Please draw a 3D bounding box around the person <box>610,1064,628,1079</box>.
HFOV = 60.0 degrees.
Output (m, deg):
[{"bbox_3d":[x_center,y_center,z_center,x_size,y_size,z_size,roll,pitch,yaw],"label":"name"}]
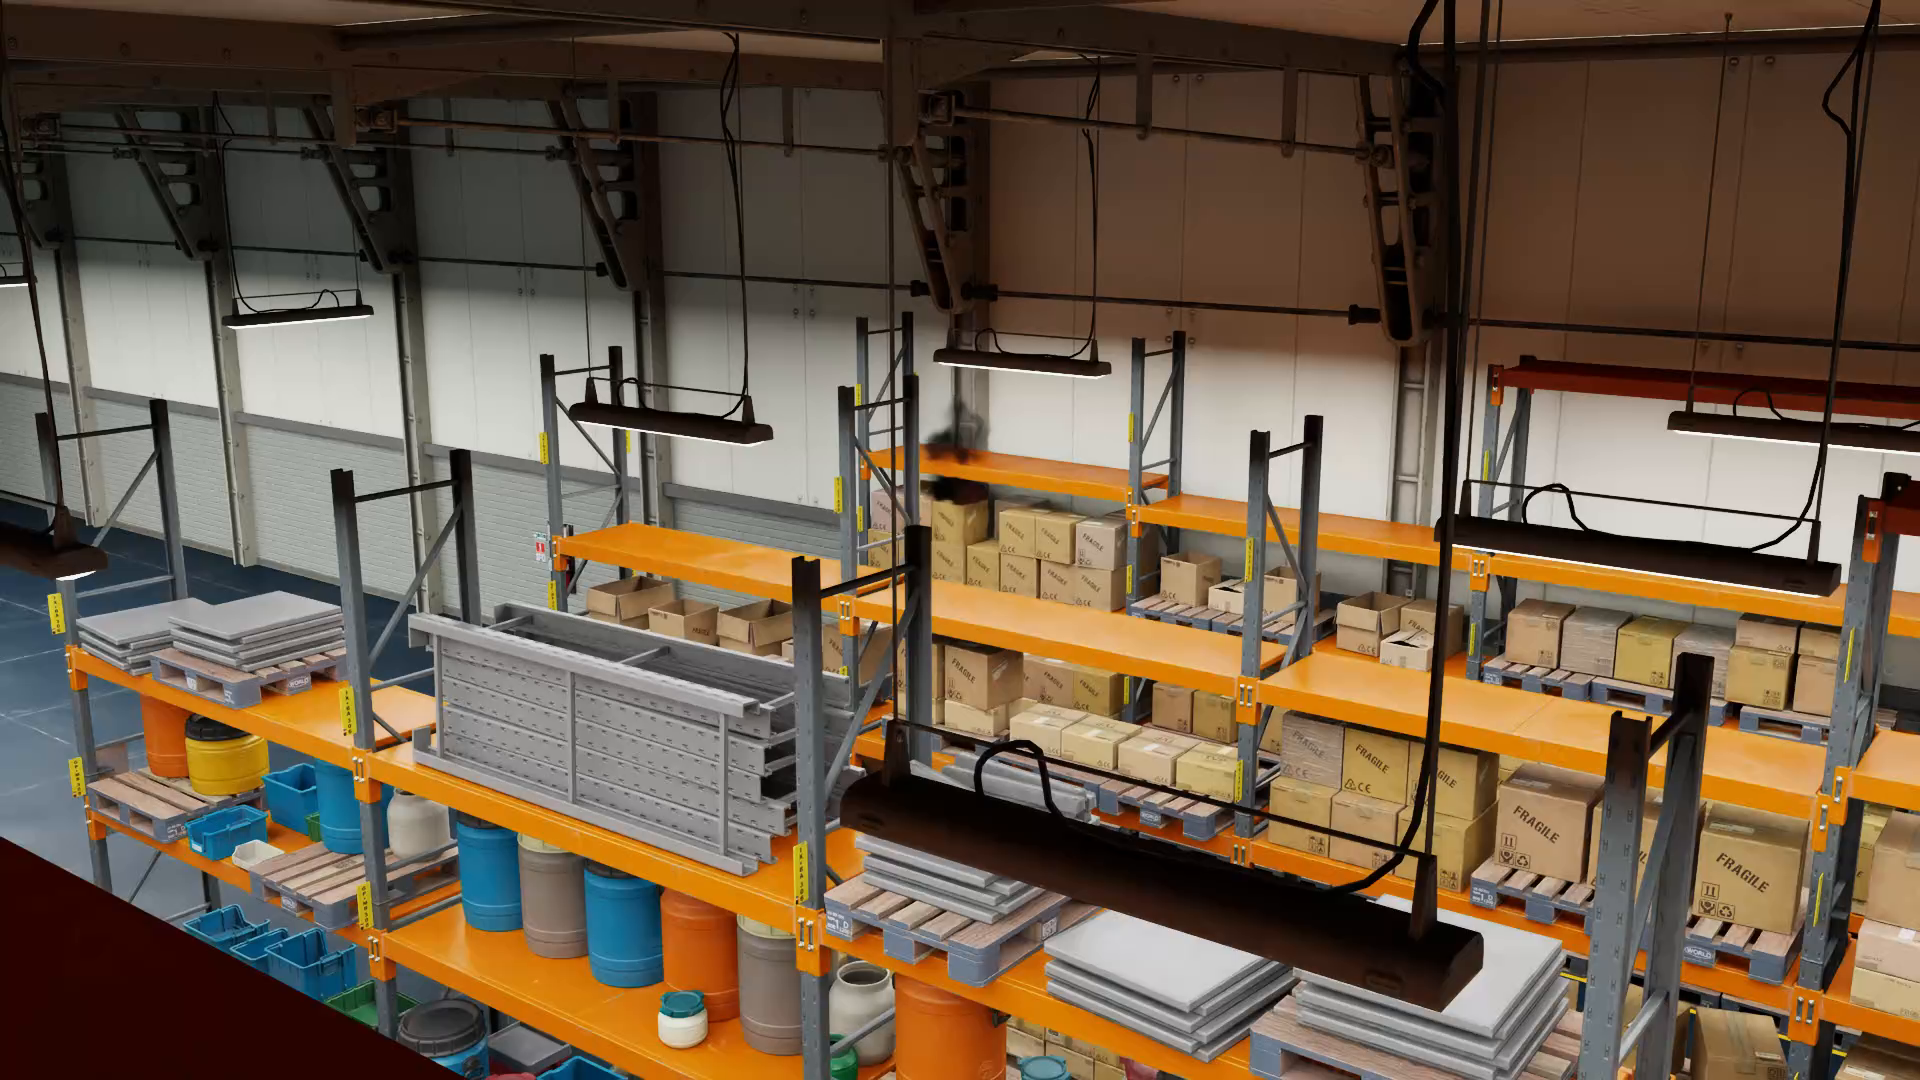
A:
[{"bbox_3d":[-2.751,3.976,14.358,0.907,1.657,0.637,5,14,20],"label":"person"}]
